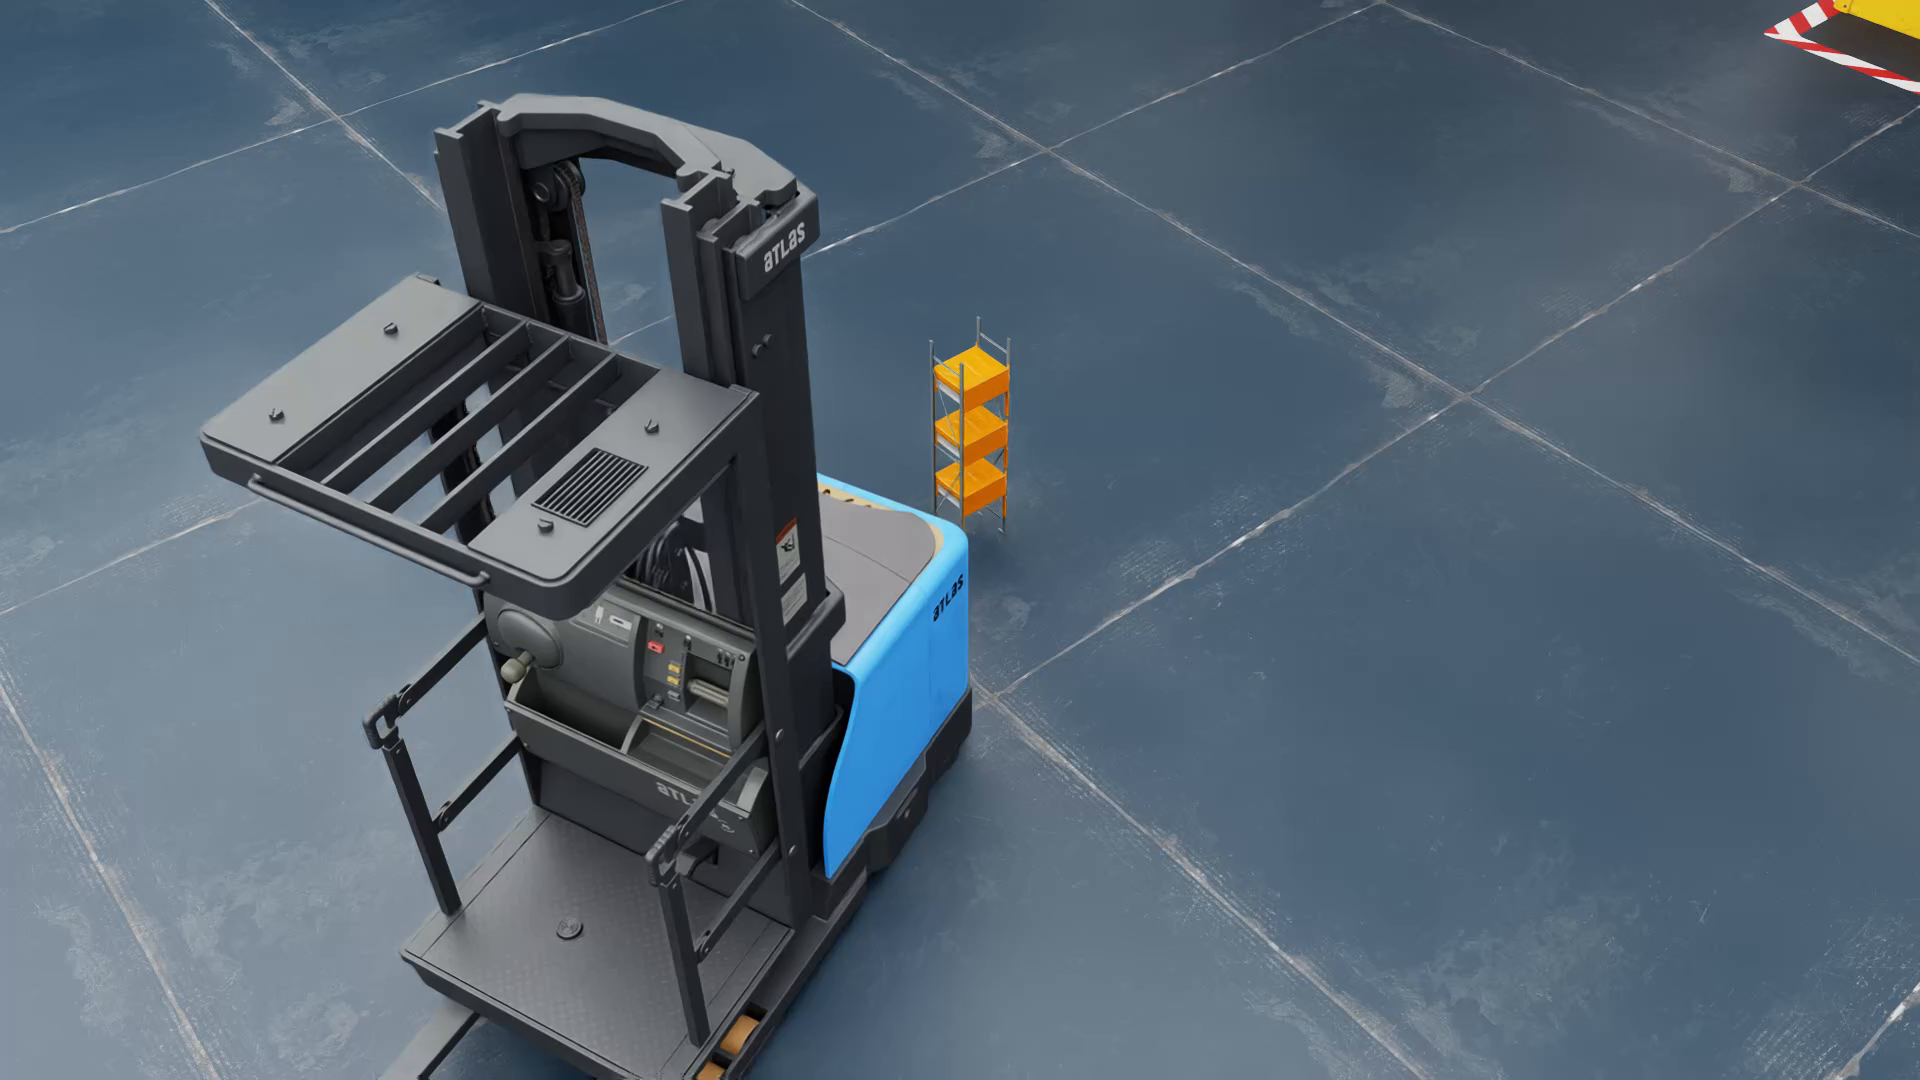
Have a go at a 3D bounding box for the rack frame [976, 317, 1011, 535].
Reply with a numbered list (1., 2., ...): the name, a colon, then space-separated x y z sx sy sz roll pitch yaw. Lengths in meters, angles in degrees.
1. rack frame: 0.135 -0.460 6.973 0.008 1.050 0.200 -30 51 -28

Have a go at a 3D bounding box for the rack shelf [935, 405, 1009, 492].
1. rack shelf: 0.041 -0.398 6.923 0.240 0.259 0.215 -30 51 -28

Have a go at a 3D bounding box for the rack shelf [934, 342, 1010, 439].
1. rack shelf: 0.041 -0.605 6.729 0.240 0.259 0.215 -30 51 -28

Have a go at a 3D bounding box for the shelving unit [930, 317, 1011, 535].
1. shelving unit: 0.041 -0.406 6.916 0.252 1.050 0.215 -30 51 -28

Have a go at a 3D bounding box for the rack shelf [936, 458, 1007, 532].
1. rack shelf: 0.041 -0.196 7.113 0.240 0.259 0.215 -30 51 -28

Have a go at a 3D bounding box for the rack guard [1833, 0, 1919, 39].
1. rack guard: 6.261 -3.479 10.589 0.348 0.500 1.175 -30 51 -28

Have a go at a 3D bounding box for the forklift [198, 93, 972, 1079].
1. forklift: -1.103 0.402 4.681 1.130 2.935 3.031 20 47 20

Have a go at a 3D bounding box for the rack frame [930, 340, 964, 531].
1. rack frame: -0.053 -0.353 6.859 0.008 1.050 0.200 -30 51 -28
